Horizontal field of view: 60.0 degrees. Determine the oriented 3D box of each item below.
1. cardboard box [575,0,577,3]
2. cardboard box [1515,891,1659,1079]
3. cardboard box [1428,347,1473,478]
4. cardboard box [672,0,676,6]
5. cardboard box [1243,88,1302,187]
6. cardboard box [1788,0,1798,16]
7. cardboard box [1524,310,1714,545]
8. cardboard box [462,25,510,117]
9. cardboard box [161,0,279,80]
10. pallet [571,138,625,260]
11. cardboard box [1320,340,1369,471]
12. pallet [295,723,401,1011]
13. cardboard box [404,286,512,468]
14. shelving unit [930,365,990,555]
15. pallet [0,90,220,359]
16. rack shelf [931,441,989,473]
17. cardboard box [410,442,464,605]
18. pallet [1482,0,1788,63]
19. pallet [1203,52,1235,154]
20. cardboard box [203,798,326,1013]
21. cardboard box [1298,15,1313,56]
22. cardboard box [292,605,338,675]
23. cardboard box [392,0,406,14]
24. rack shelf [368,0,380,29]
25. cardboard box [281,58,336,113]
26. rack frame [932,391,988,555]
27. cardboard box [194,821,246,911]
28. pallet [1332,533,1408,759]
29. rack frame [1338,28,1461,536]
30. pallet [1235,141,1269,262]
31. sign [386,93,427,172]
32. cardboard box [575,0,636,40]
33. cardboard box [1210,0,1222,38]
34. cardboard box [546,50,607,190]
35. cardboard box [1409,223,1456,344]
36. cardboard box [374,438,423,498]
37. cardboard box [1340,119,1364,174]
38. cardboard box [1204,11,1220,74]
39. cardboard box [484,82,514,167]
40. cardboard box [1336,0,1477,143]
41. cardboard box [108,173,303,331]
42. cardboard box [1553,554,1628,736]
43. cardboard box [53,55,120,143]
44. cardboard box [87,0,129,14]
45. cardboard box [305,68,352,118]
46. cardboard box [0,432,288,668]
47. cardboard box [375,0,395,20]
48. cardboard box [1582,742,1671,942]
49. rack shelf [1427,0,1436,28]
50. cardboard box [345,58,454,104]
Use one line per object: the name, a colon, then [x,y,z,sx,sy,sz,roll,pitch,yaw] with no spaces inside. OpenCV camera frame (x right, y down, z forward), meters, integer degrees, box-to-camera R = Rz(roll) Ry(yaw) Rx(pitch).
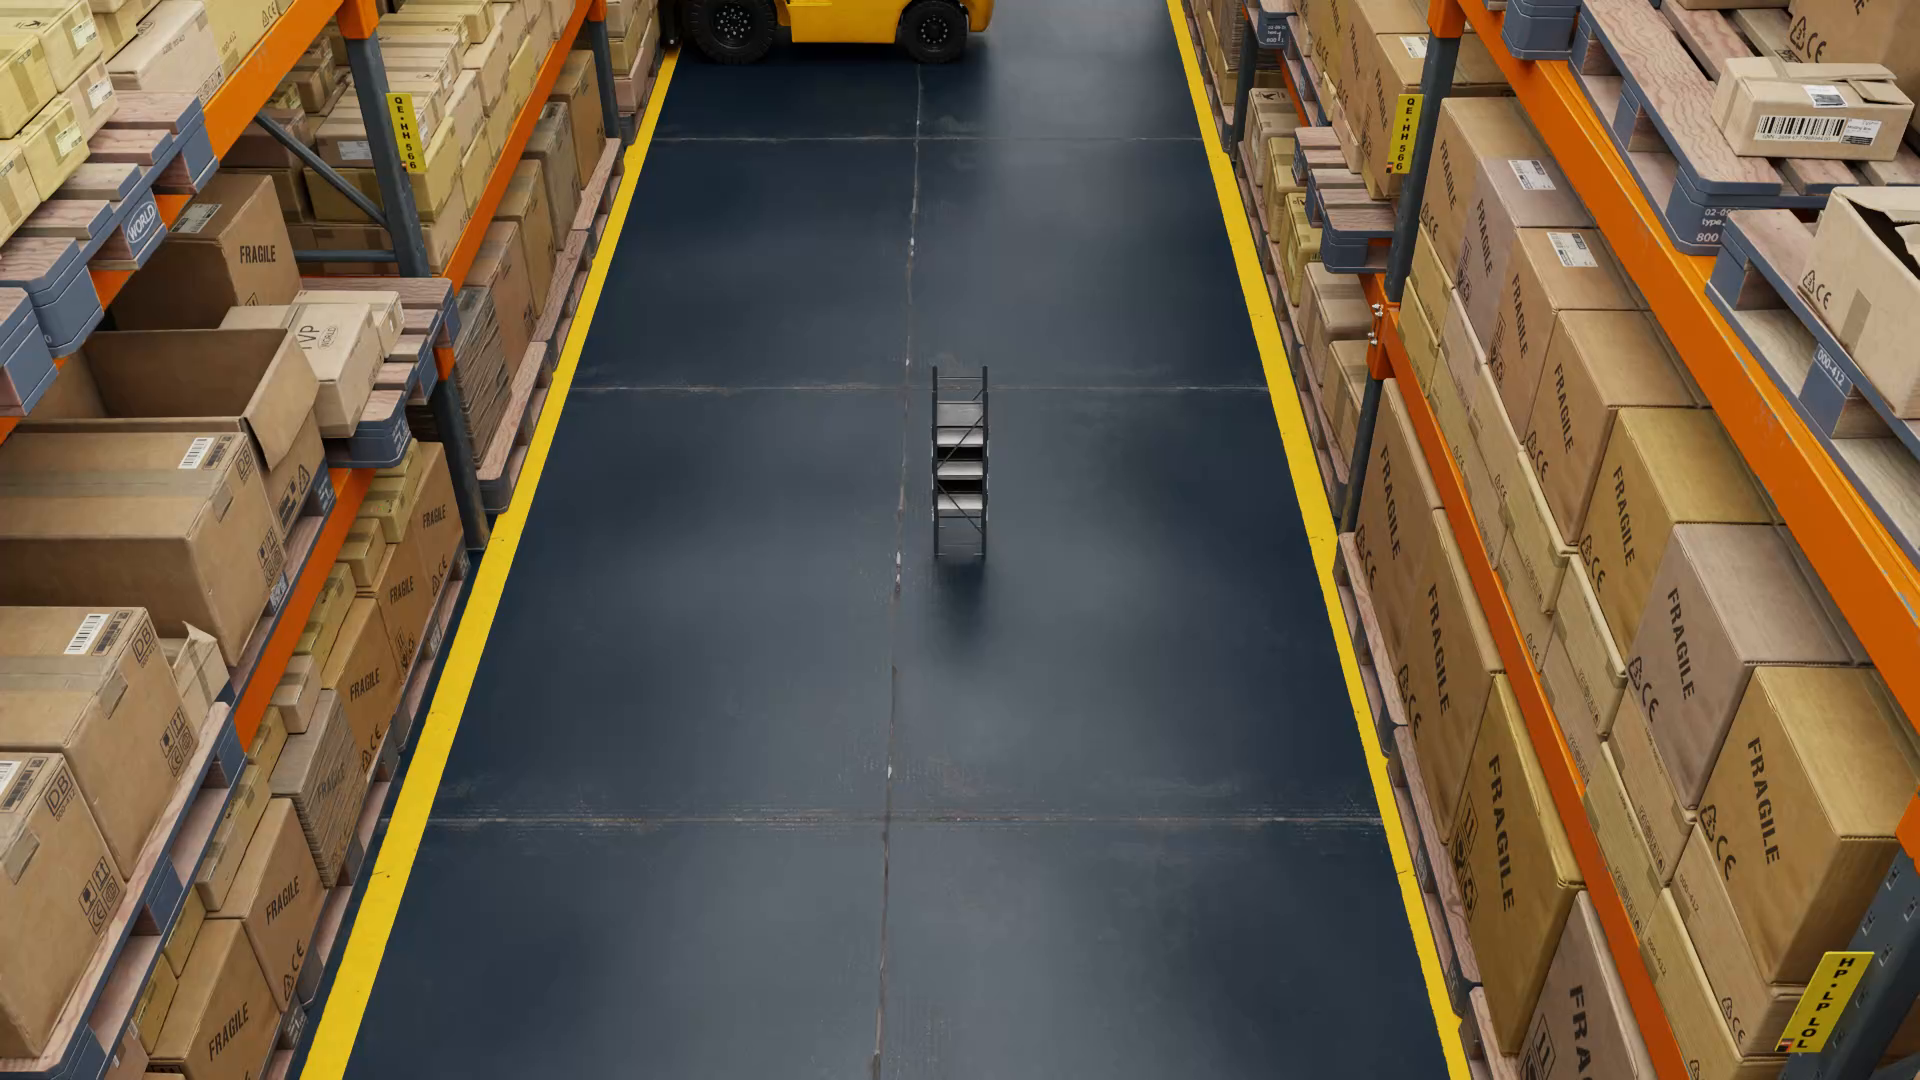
cardboard box: [-2.437,-3.280,9.565,0.500,0.250,0.500,1,39,1]
cardboard box: [2.193,1.621,4.692,0.875,0.875,0.875,1,39,1]
cardboard box: [2.037,-0.473,6.061,0.500,0.250,0.500,-1,39,-1]
cardboard box: [-2.381,-4.004,12.211,0.500,0.250,0.500,1,39,1]
cardboard box: [2.268,-2.470,10.199,0.950,0.372,0.625,0,39,1]
cardboard box: [2.621,-1.579,4.695,0.396,0.266,0.258,-1,39,-1]
cardboard box: [2.018,-0.330,4.883,0.500,0.500,0.500,1,39,1]
cardboard box: [-2.432,-2.207,7.826,0.500,0.250,0.500,-1,39,-1]
cardboard box: [-2.450,-1.629,5.106,0.500,0.250,0.500,0,39,0]
pallet: [-2.659,-2.105,10.208,1.003,0.211,1.213,0,39,0]
cardboard box: [2.279,-0.650,7.928,0.950,0.372,0.625,-2,39,-3]
pallet: [-2.733,1.164,6.129,1.003,0.211,1.213,0,39,0]
cardboard box: [-2.681,-0.780,7.888,0.875,0.625,0.625,1,39,1]
shelving unit: [0.000,-0.346,7.462,0.258,0.900,0.210,0,39,0]
pallet: [-2.625,-0.805,4.107,1.213,0.211,1.003,0,39,0]
rack shelf: [0.000,-0.390,7.427,0.258,0.077,0.200,0,39,0]
cardboard box: [-2.479,-0.077,7.110,0.500,0.500,0.500,1,39,1]
pallet: [2.323,-1.853,5.416,1.213,0.211,1.003,2,39,2]
pallet: [2.229,-2.992,11.314,1.003,0.211,1.213,0,39,0]
cardboard box: [-2.472,1.213,5.501,0.500,0.500,0.500,-1,39,-1]
cardboard box: [1.923,-2.565,8.417,0.380,0.149,0.250,1,39,2]
cardboard box: [-2.497,0.371,6.033,0.380,0.149,0.250,-1,39,-1]
cardboard box: [-2.509,-2.614,8.014,0.380,0.149,0.250,0,39,0]
rack shelf: [-2.697,-3.293,7.637,1.077,0.370,4.000,0,39,0]
cardboard box: [-2.948,-1.974,7.215,0.380,0.149,0.250,0,39,0]
rack frame: [0.000,-0.282,7.383,0.240,0.900,0.006,0,39,0]
cardboard box: [-2.490,1.021,5.221,0.380,0.149,0.250,0,39,0]
pallet: [2.195,0.423,7.054,1.003,0.211,1.213,0,39,0]
rack frame: [2.269,-1.158,6.797,1.000,3.000,0.127,0,39,0]
pallet: [2.267,-2.085,10.183,1.003,0.211,1.213,0,39,0]
sign: [-2.152,-1.580,6.460,0.100,0.325,0.005,0,39,0]
cardboard box: [-2.386,-3.438,10.705,0.500,0.250,0.500,-1,39,-1]
cardboard box: [1.993,-3.731,11.271,0.500,0.500,0.500,1,39,1]
cardboard box: [-2.687,-2.565,10.115,0.875,0.625,0.625,2,39,2]
cardboard box: [2.023,-0.978,6.292,0.500,0.250,0.500,0,39,0]
cardboard box: [-2.440,-0.285,6.852,0.380,0.149,0.250,-2,39,-2]
cardboard box: [1.916,-1.754,7.405,0.380,0.149,0.250,0,39,0]
cardboard box: [1.985,-3.453,11.523,0.500,0.250,0.500,-1,39,-1]
cardboard box: [-2.454,-2.008,7.977,0.500,0.250,0.500,-1,39,-2]
cardboard box: [1.979,-2.085,7.299,0.500,0.500,0.500,-1,39,-1]
cardboard box: [-2.850,-1.033,6.225,0.500,0.500,0.500,2,39,2]
cardboard box: [2.016,0.294,4.704,0.500,0.250,0.500,1,39,1]
cardboard box: [-2.320,-1.075,4.079,0.380,0.149,0.250,1,39,1]
cardboard box: [-2.397,-1.510,4.400,0.380,0.149,0.250,0,39,0]
cardboard box: [-2.975,-1.890,7.429,0.500,0.250,0.500,0,39,0]
cardboard box: [-2.468,0.029,4.900,0.700,0.500,0.500,0,39,0]
cardboard box: [-2.918,-2.608,8.007,0.380,0.149,0.250,1,39,1]
cardboard box: [2.022,0.803,4.470,0.500,0.250,0.500,-1,39,-1]
rack shelf: [2.267,-3.299,7.645,1.077,0.370,4.000,0,39,0]
cardboard box: [-2.428,-1.972,7.213,0.380,0.149,0.250,1,39,1]
